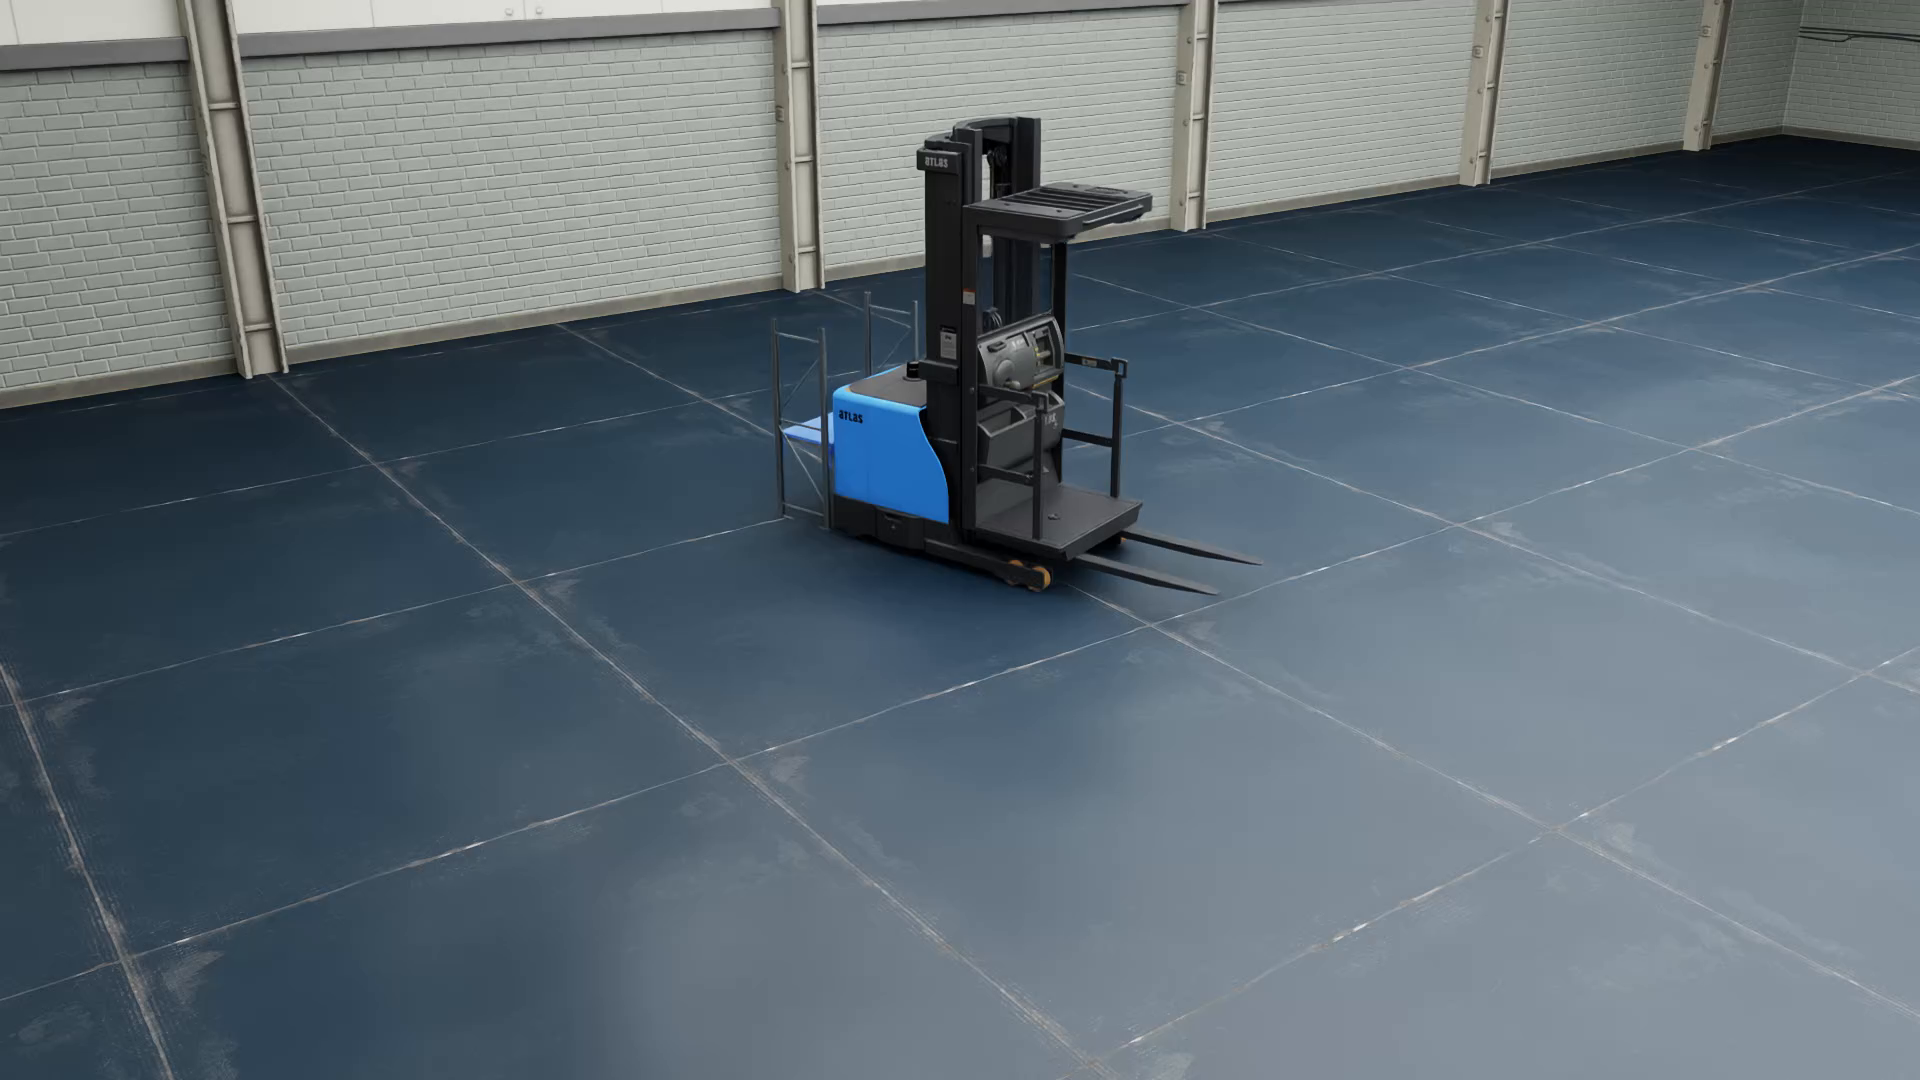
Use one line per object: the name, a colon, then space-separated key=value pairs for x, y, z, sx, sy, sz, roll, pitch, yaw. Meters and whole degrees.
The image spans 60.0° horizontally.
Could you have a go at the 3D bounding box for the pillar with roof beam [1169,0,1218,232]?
pillar with roof beam: x=5.581 y=-7.093 z=17.529 sx=0.400 sy=9.000 sz=9.100 roll=-15 pitch=26 yaw=-33

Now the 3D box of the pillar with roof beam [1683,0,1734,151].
pillar with roof beam: x=15.322 y=-9.690 z=24.038 sx=0.400 sy=9.000 sz=9.100 roll=-15 pitch=26 yaw=-33

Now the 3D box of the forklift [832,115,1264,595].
forklift: x=0.582 y=-1.240 z=11.050 sx=3.031 sy=2.935 sz=1.130 roll=15 pitch=26 yaw=33

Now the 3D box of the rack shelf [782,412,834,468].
rack shelf: x=-0.829 y=-0.804 z=12.372 sx=0.538 sy=0.185 sz=1.000 roll=16 pitch=27 yaw=35

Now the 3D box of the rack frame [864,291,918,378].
rack frame: x=-0.519 y=-1.120 z=12.679 sx=0.500 sy=1.500 sz=0.032 roll=16 pitch=27 yaw=35

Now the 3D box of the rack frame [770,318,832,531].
rack frame: x=-1.140 y=-0.822 z=11.931 sx=0.500 sy=1.500 sz=0.032 roll=16 pitch=27 yaw=35

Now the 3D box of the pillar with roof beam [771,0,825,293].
pillar with roof beam: x=0.711 y=-5.794 z=14.275 sx=0.400 sy=9.000 sz=9.100 roll=-15 pitch=26 yaw=-33

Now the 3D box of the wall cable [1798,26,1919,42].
wall cable: x=15.972 y=-9.783 z=28.461 sx=0.112 sy=2.526 sz=3.097 roll=-15 pitch=26 yaw=-33

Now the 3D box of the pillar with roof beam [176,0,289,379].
pillar with roof beam: x=-4.160 y=-4.495 z=11.020 sx=0.400 sy=9.000 sz=9.100 roll=-15 pitch=26 yaw=-33

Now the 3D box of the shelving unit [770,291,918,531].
shelving unit: x=-0.829 y=-0.971 z=12.305 sx=0.538 sy=1.500 sz=1.048 roll=16 pitch=27 yaw=35

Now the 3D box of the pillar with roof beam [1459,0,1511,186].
pillar with roof beam: x=10.452 y=-8.391 z=20.784 sx=0.400 sy=9.000 sz=9.100 roll=-15 pitch=26 yaw=-33
